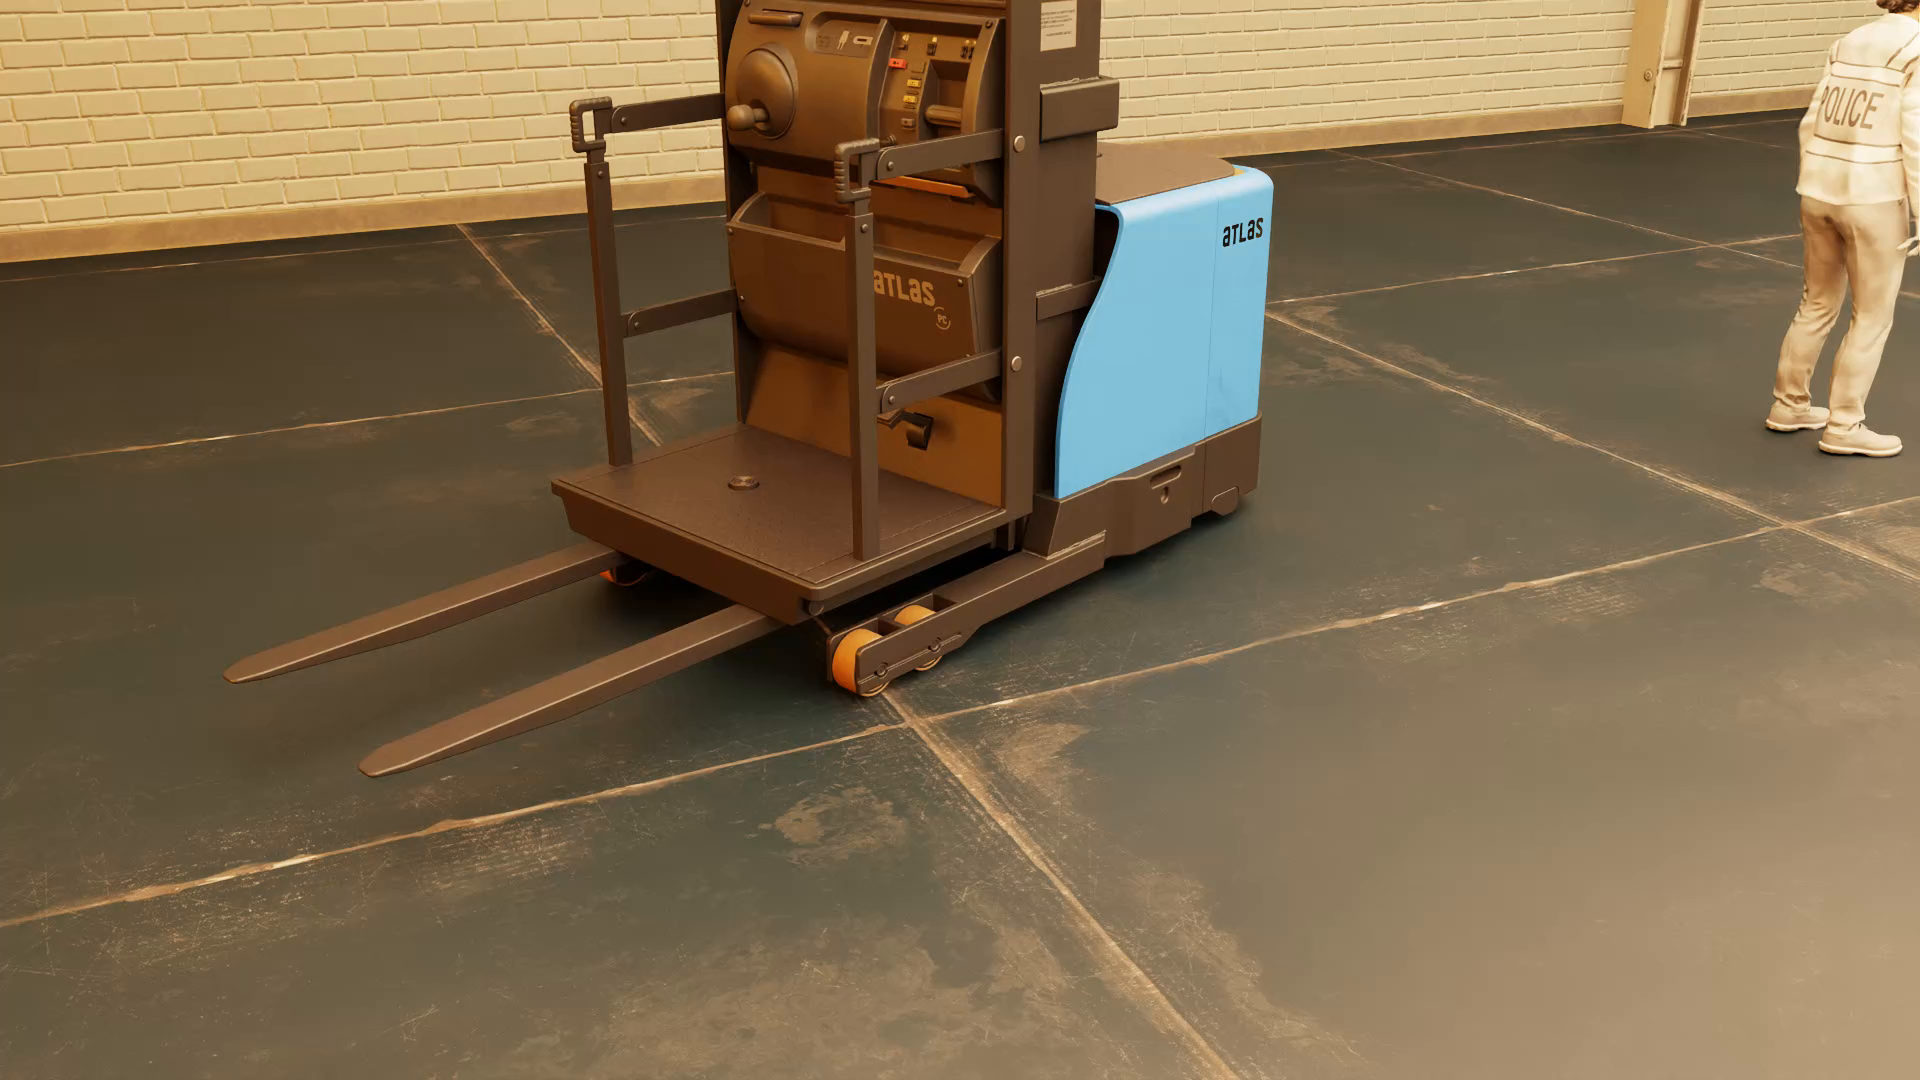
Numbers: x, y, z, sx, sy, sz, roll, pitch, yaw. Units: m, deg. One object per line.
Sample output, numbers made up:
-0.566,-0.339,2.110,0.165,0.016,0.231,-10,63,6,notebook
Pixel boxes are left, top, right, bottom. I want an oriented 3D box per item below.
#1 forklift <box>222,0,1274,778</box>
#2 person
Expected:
-0.413,-1.182,4.131,1.130,2.935,3.031,19,29,39,forklift
3.085,-1.146,5.697,0.372,1.665,0.543,-7,24,-17,person
